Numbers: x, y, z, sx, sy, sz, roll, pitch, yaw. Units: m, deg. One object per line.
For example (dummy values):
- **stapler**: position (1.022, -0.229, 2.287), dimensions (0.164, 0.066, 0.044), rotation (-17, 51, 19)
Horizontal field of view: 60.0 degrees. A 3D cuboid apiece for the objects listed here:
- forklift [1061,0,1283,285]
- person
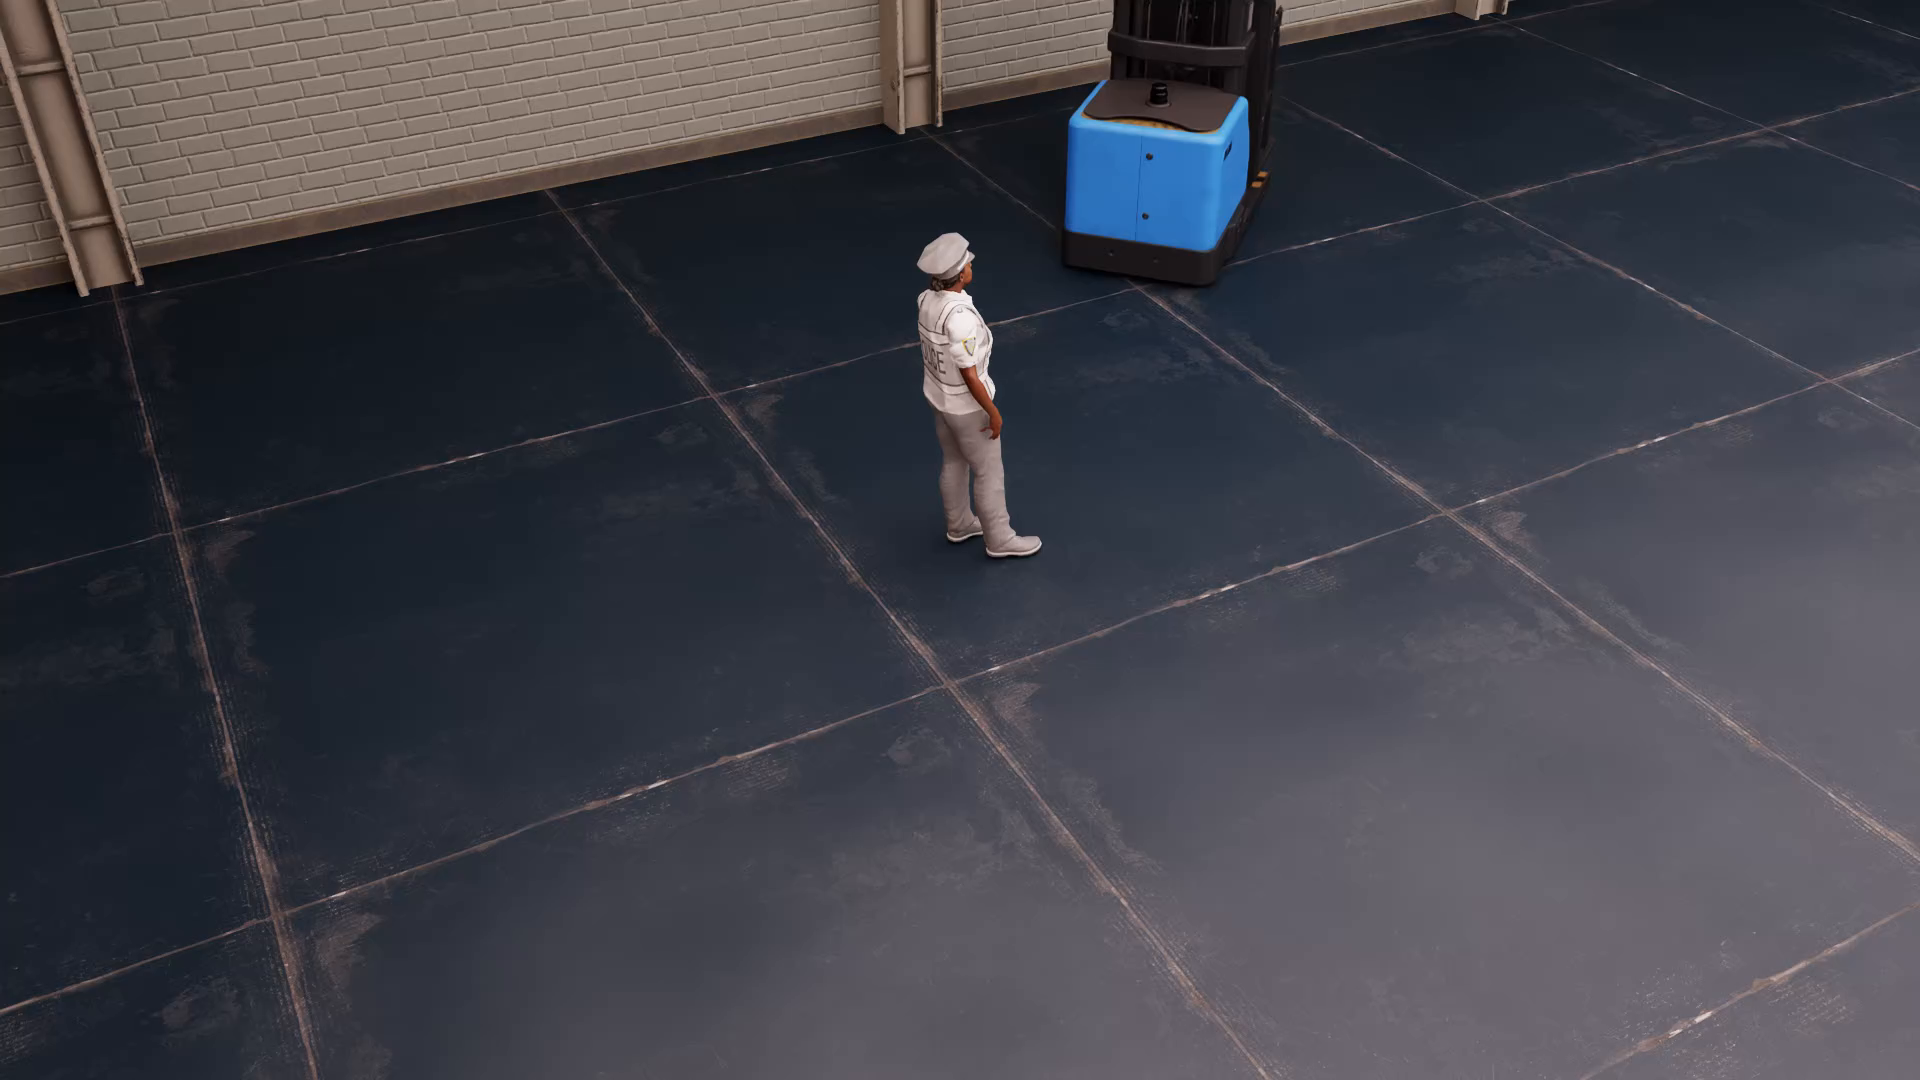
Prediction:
- **forklift**: position (1.659, -3.715, 11.379), dimensions (1.130, 2.935, 3.031), rotation (12, 37, 16)
- **person**: position (0.076, -0.709, 8.184), dimensions (0.528, 1.697, 0.570), rotation (-17, 39, -23)
